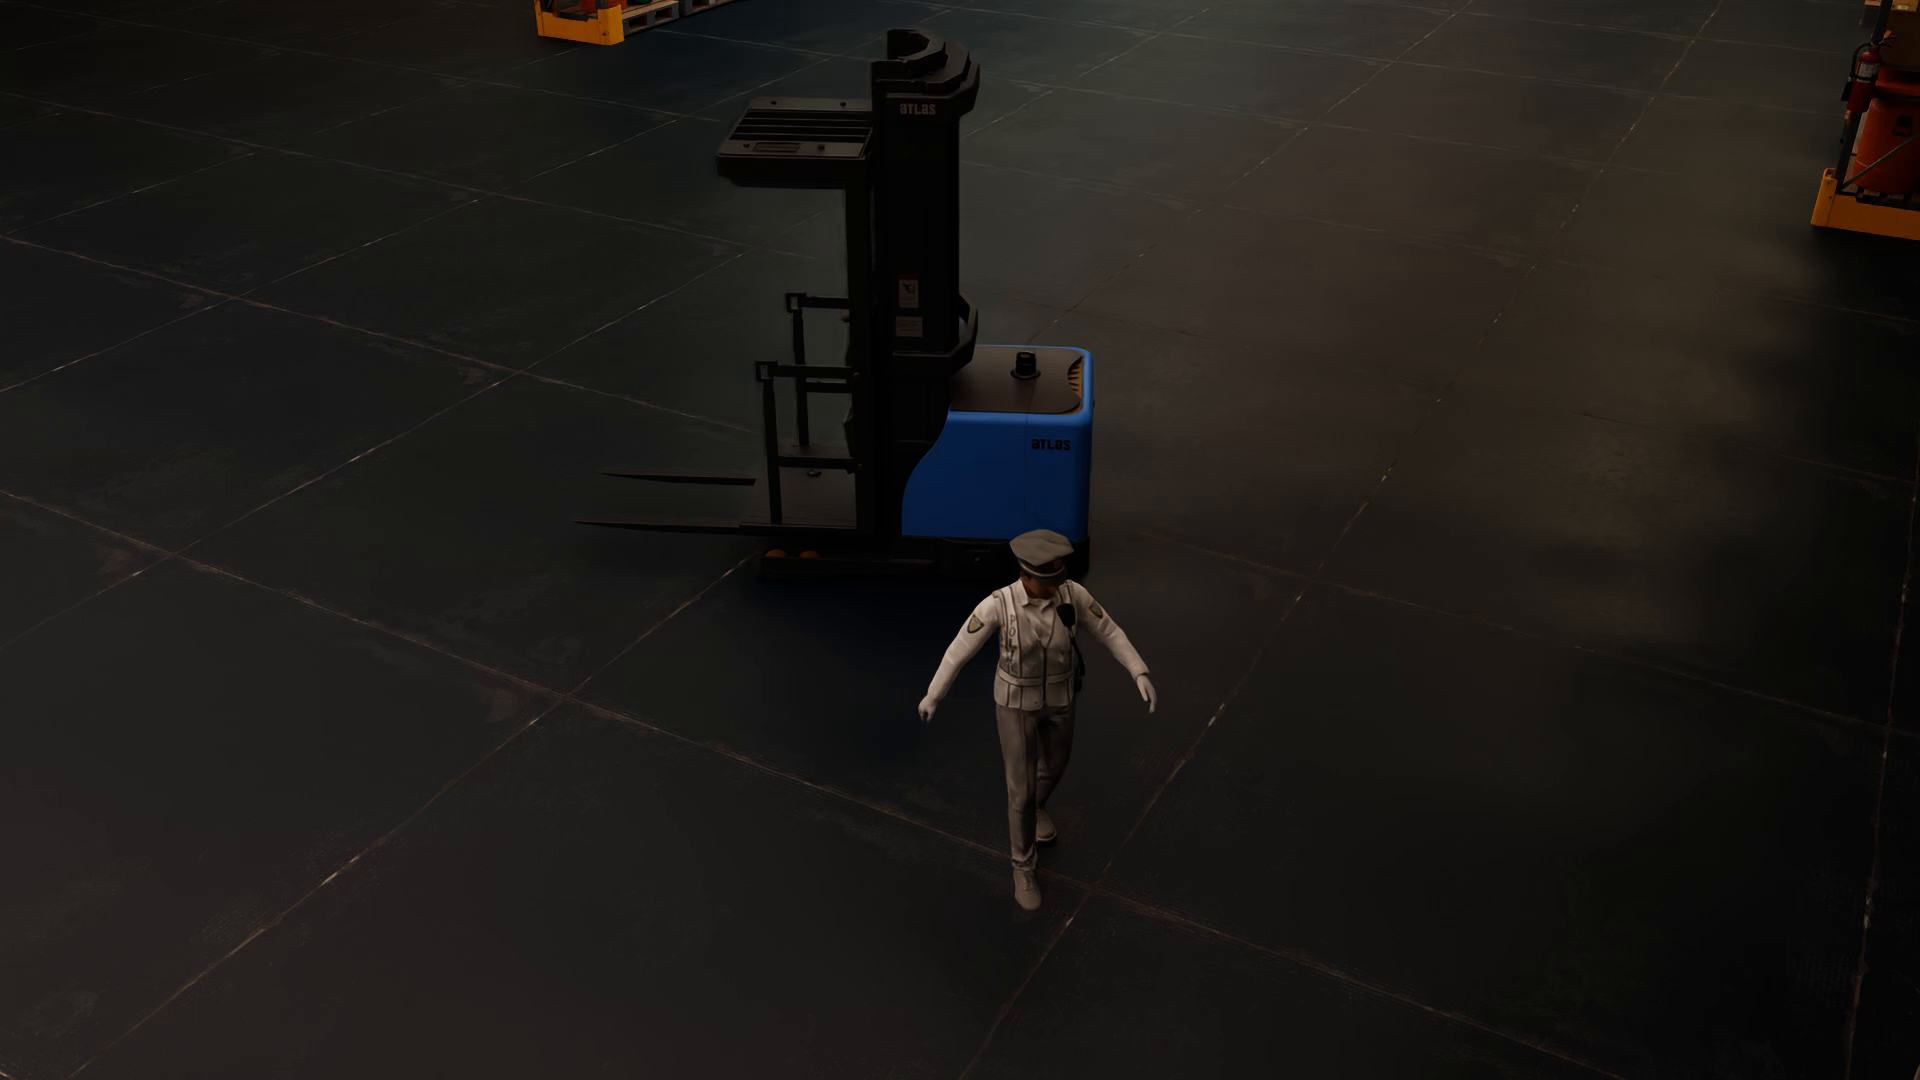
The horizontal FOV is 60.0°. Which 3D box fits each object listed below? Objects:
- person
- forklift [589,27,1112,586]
[{"bbox_3d":[0.315,0.752,7.067,0.855,1.650,0.710,-6,30,-10],"label":"person"},{"bbox_3d":[-0.641,-1.295,9.314,3.031,2.935,1.130,2,30,4],"label":"forklift"}]
